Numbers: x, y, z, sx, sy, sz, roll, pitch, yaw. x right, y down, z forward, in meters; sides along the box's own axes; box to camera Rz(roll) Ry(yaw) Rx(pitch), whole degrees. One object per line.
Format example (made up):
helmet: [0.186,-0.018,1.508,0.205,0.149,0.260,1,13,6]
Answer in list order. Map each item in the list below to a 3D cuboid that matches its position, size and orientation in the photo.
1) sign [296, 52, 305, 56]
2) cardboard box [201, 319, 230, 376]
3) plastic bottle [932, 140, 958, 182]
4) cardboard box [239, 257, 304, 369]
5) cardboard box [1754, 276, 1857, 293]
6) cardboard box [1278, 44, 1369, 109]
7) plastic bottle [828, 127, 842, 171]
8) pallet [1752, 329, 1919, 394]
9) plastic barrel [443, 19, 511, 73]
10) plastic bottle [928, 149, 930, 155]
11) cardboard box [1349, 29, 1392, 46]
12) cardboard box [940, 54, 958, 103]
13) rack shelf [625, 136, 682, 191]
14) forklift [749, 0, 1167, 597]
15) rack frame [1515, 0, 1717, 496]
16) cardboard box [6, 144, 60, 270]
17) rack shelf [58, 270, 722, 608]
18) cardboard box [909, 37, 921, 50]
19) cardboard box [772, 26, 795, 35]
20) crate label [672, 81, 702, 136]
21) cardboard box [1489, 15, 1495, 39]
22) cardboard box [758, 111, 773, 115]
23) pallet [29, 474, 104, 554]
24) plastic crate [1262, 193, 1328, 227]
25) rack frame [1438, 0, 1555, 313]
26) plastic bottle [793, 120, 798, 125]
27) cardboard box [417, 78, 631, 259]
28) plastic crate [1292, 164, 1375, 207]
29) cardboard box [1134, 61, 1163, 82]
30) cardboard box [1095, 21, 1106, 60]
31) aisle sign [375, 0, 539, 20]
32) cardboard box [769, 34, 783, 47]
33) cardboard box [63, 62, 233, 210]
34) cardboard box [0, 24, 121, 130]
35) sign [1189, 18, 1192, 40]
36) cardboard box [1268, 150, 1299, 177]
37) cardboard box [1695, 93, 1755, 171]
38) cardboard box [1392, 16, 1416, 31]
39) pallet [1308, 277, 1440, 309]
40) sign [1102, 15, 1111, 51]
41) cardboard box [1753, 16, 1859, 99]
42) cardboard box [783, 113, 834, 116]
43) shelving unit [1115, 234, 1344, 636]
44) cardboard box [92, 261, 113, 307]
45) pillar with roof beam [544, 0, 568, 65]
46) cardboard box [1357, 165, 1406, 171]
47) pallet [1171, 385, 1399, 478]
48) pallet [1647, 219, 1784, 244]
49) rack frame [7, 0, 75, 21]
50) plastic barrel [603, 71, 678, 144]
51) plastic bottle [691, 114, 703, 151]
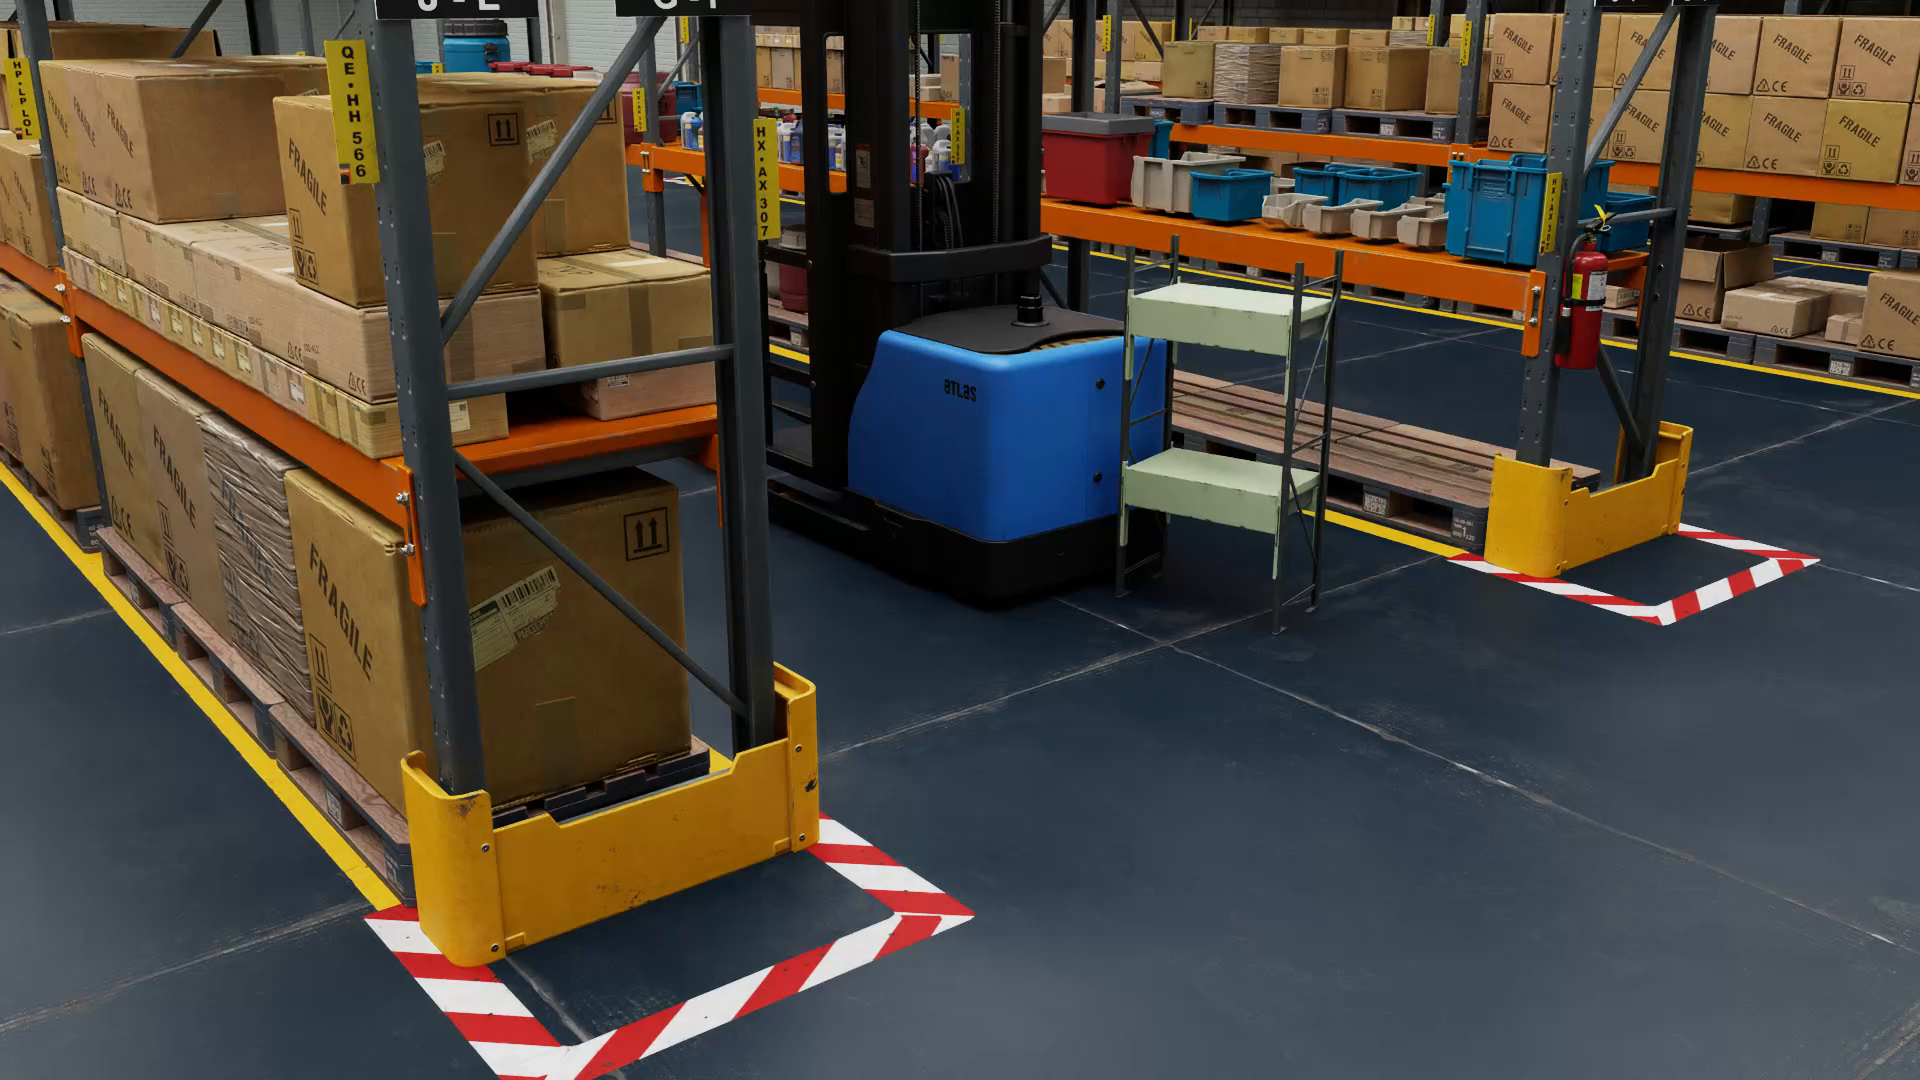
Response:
sign: [-7.468,-5.374,18.879,0.100,0.325,0.005,-14,23,-36]
cardboard box: [-2.259,-0.659,5.480,0.380,0.149,0.250,-14,23,-36]
plastic bottle: [-0.082,-2.367,10.436,0.152,0.276,0.135,-14,23,-36]
cardboard box: [-1.806,-0.702,4.977,0.500,0.250,0.500,-14,23,-37]
cardboard box: [6.049,-1.711,11.933,0.500,0.250,0.500,-14,23,-36]
cardboard box: [3.156,-4.028,14.427,0.500,0.500,0.700,13,23,35]
plastic bottle: [-0.849,-2.671,11.356,0.152,0.276,0.135,-14,23,-36]
pallet: [6.242,-1.263,11.341,1.003,0.211,1.213,-14,23,-36]
plastic barrel: [-4.548,-4.447,15.722,0.600,0.901,0.708,-14,23,-36]
plastic bottle: [-0.210,-2.399,10.653,0.097,0.201,0.097,0,18,0]
cardboard box: [5.031,-5.814,19.789,0.700,0.500,0.500,-17,25,-41]
cardboard box: [0.126,-5.054,18.195,0.500,0.500,0.500,-12,22,-32]
rack shelf: [-3.309,-3.529,14.892,1.077,0.370,4.000,-14,23,-36]
forklift: [-0.389,-1.547,7.872,1.130,2.935,3.031,-14,23,-36]
rack frame: [2.900,-1.406,7.337,1.000,3.000,0.127,-14,23,-36]
cardboard box: [-3.971,-1.534,7.566,0.500,0.500,0.500,-14,23,-36]
rack shelf: [-2.225,-0.591,6.019,1.077,0.370,4.000,-14,23,-36]
cardboard box: [-0.681,-5.788,19.380,0.380,0.149,0.250,-14,23,-36]
cardboard box: [-1.881,-6.471,20.411,0.700,0.500,0.500,-14,23,-36]
crate label: [-2.472,-3.692,14.183,0.502,0.435,0.616,-14,23,-36]
cardboard box: [6.113,-5.571,18.057,0.500,0.250,0.500,-14,23,-37]
cardboard box: [-2.679,-5.266,21.508,0.500,0.500,0.500,-14,23,-36]
pallet: [-4.005,-0.277,8.362,1.003,0.211,1.213,-14,23,-36]
plastic crate: [1.693,-1.682,8.496,0.298,0.136,0.250,-14,23,-36]
rack frame: [4.302,-3.358,13.230,1.000,3.000,0.127,-14,23,-36]
plastic bottle: [-1.281,-3.178,13.004,0.097,0.201,0.097,0,18,0]
cardboard box: [-1.380,-1.160,5.165,0.500,0.500,0.500,-15,23,-37]
plastic crate: [2.001,-1.879,8.935,0.416,0.233,0.300,-14,23,-36]
cardboard box: [2.684,-6.292,22.301,0.500,0.250,0.500,-14,23,-36]
cardboard box: [2.061,-6.895,22.928,0.500,0.500,0.500,-15,23,-38]
aisle sign: [-1.173,-1.597,3.779,0.394,0.787,0.004,-14,23,-36]
cardboard box: [-2.121,-6.152,20.479,0.380,0.149,0.250,-14,23,-36]
cardboard box: [-3.070,-1.560,6.375,0.500,0.500,0.500,-14,23,-36]
cardboard box: [-4.685,-2.426,8.662,0.797,0.503,0.637,-13,22,-34]
sign: [2.237,-4.964,16.364,0.100,0.325,0.005,-14,23,-36]
cardboard box: [4.331,-4.890,21.134,0.700,0.500,0.500,-14,23,-36]
cardboard box: [5.351,-2.852,11.545,0.500,0.500,0.500,-14,23,-37]
cardboard box: [5.250,-6.031,19.413,0.250,0.149,0.380,16,24,39]
pallet: [3.767,-2.227,14.252,1.003,0.211,1.213,-14,23,-36]
sign: [1.385,-4.784,15.695,0.100,0.325,0.005,-14,23,-36]
cardboard box: [5.653,-3.201,11.009,0.500,0.500,0.500,-13,22,-35]
cardboard box: [-1.951,-5.247,21.450,0.500,0.500,0.500,-14,23,-36]
shelving unit: [1.087,-0.446,6.822,0.755,1.500,0.431,13,22,34]
cardboard box: [-3.216,-1.038,6.626,0.380,0.149,0.250,-13,22,-34]
pillar with roof beam: [-12.706,-13.722,34.986,9.100,9.000,0.400,-14,23,-36]
cardboard box: [3.571,-3.149,14.684,0.500,0.250,0.500,-14,23,-36]
pallet: [1.665,-0.594,9.319,1.003,0.211,1.213,-14,23,-36]
pallet: [7.644,-3.177,17.121,1.003,0.211,1.213,-14,23,-36]
rack frame: [-5.950,-2.411,10.371,1.000,3.000,0.127,-14,23,-36]
plastic barrel: [-2.593,-3.497,13.436,0.600,0.536,0.708,-14,23,-36]
plastic bottle: [-2.001,-3.113,12.696,0.097,0.271,0.097,0,18,0]
